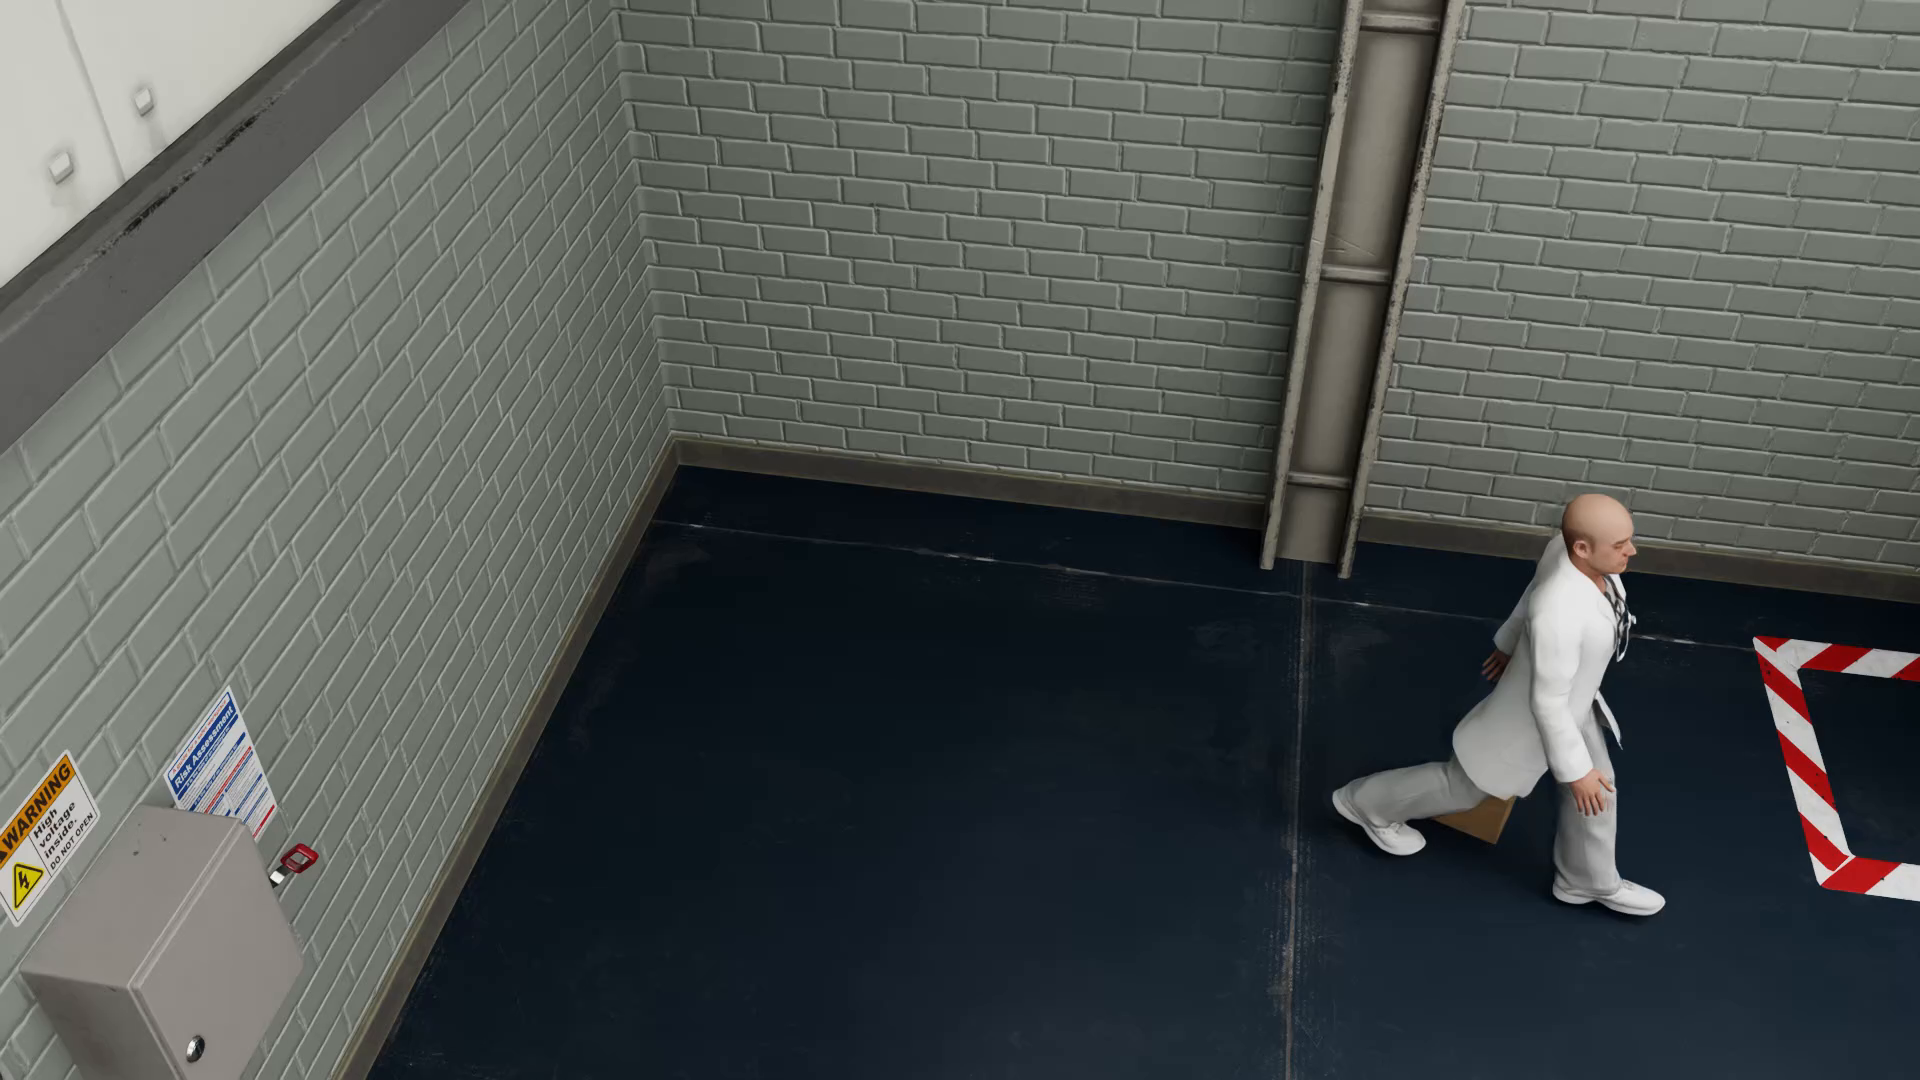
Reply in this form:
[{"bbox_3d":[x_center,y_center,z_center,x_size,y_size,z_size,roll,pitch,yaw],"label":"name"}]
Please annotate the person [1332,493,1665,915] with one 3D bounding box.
[{"bbox_3d":[1.920,0.554,5.517,1.175,1.727,0.625,22,45,24],"label":"person"}]
